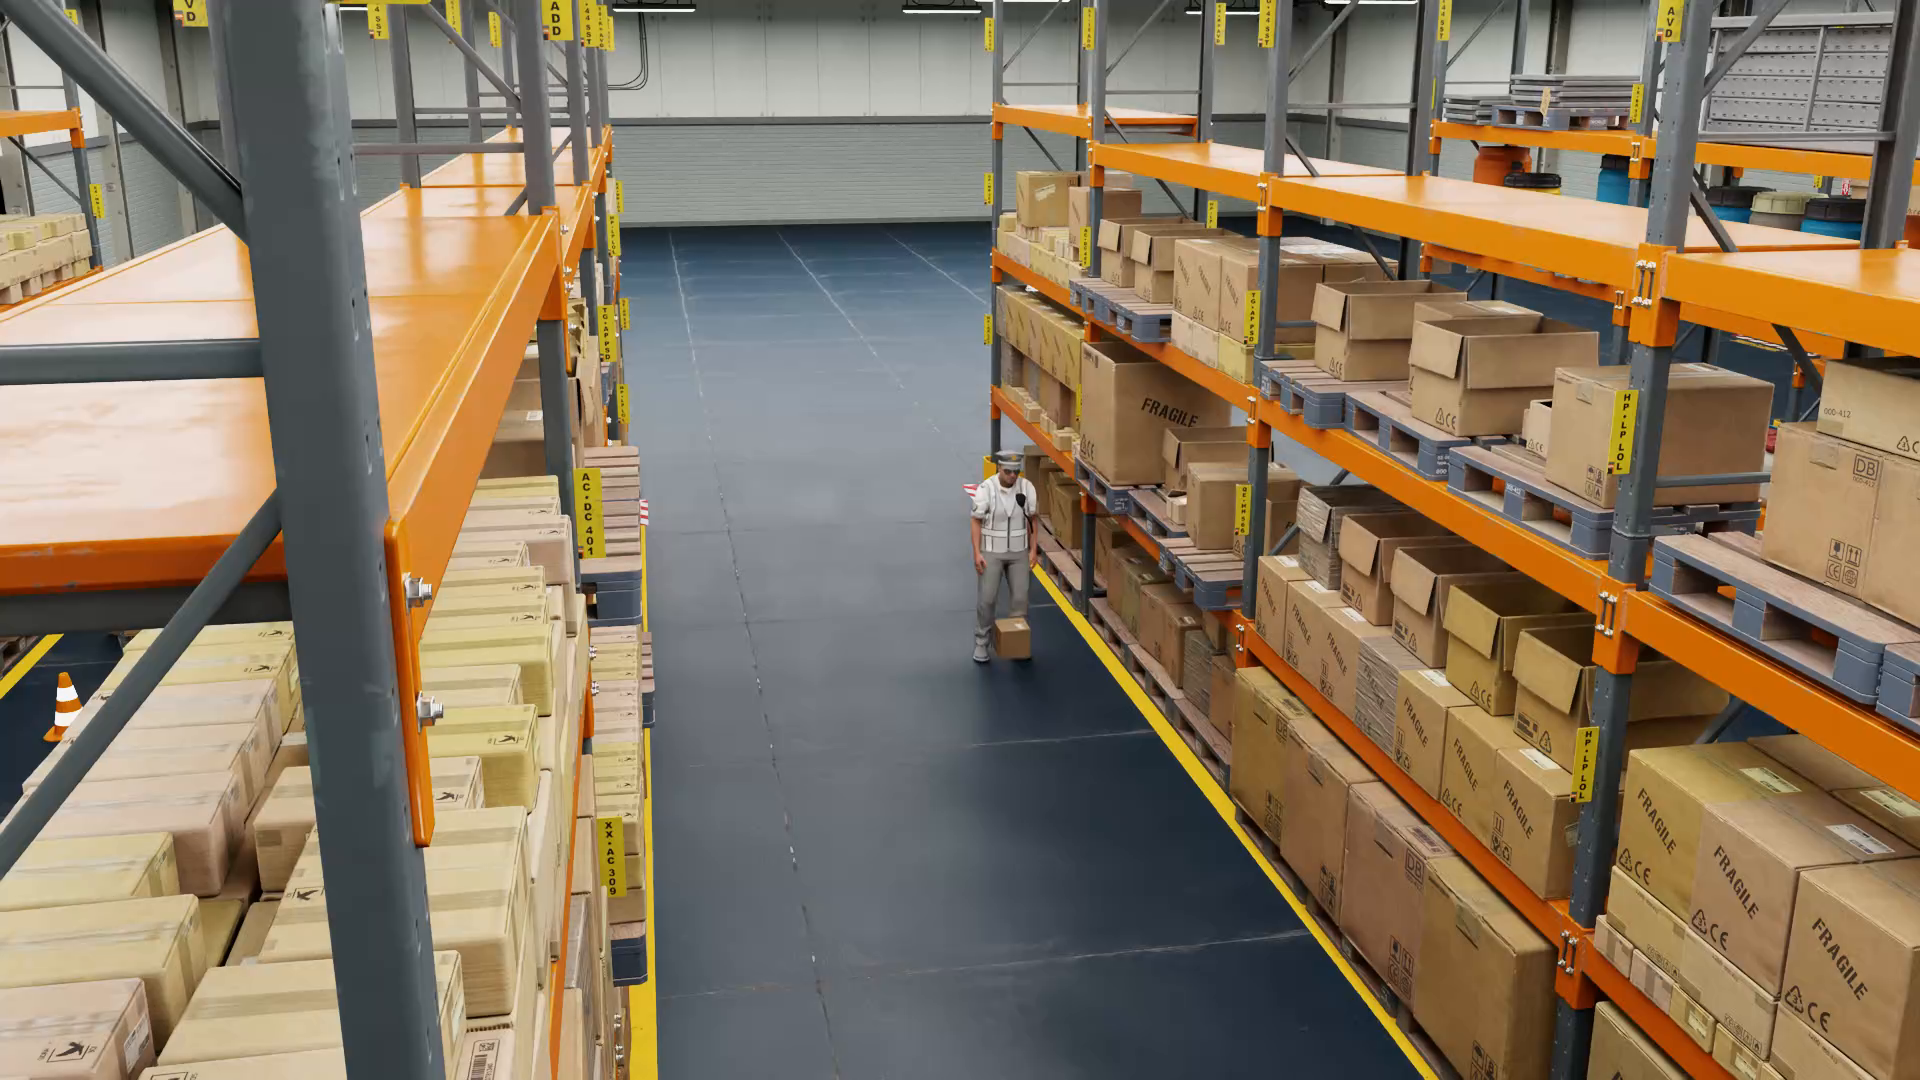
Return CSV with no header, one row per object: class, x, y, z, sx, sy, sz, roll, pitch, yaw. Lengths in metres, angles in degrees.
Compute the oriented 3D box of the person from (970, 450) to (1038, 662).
person,0.363,0.102,13.670,0.572,1.749,0.434,-4,17,-12
